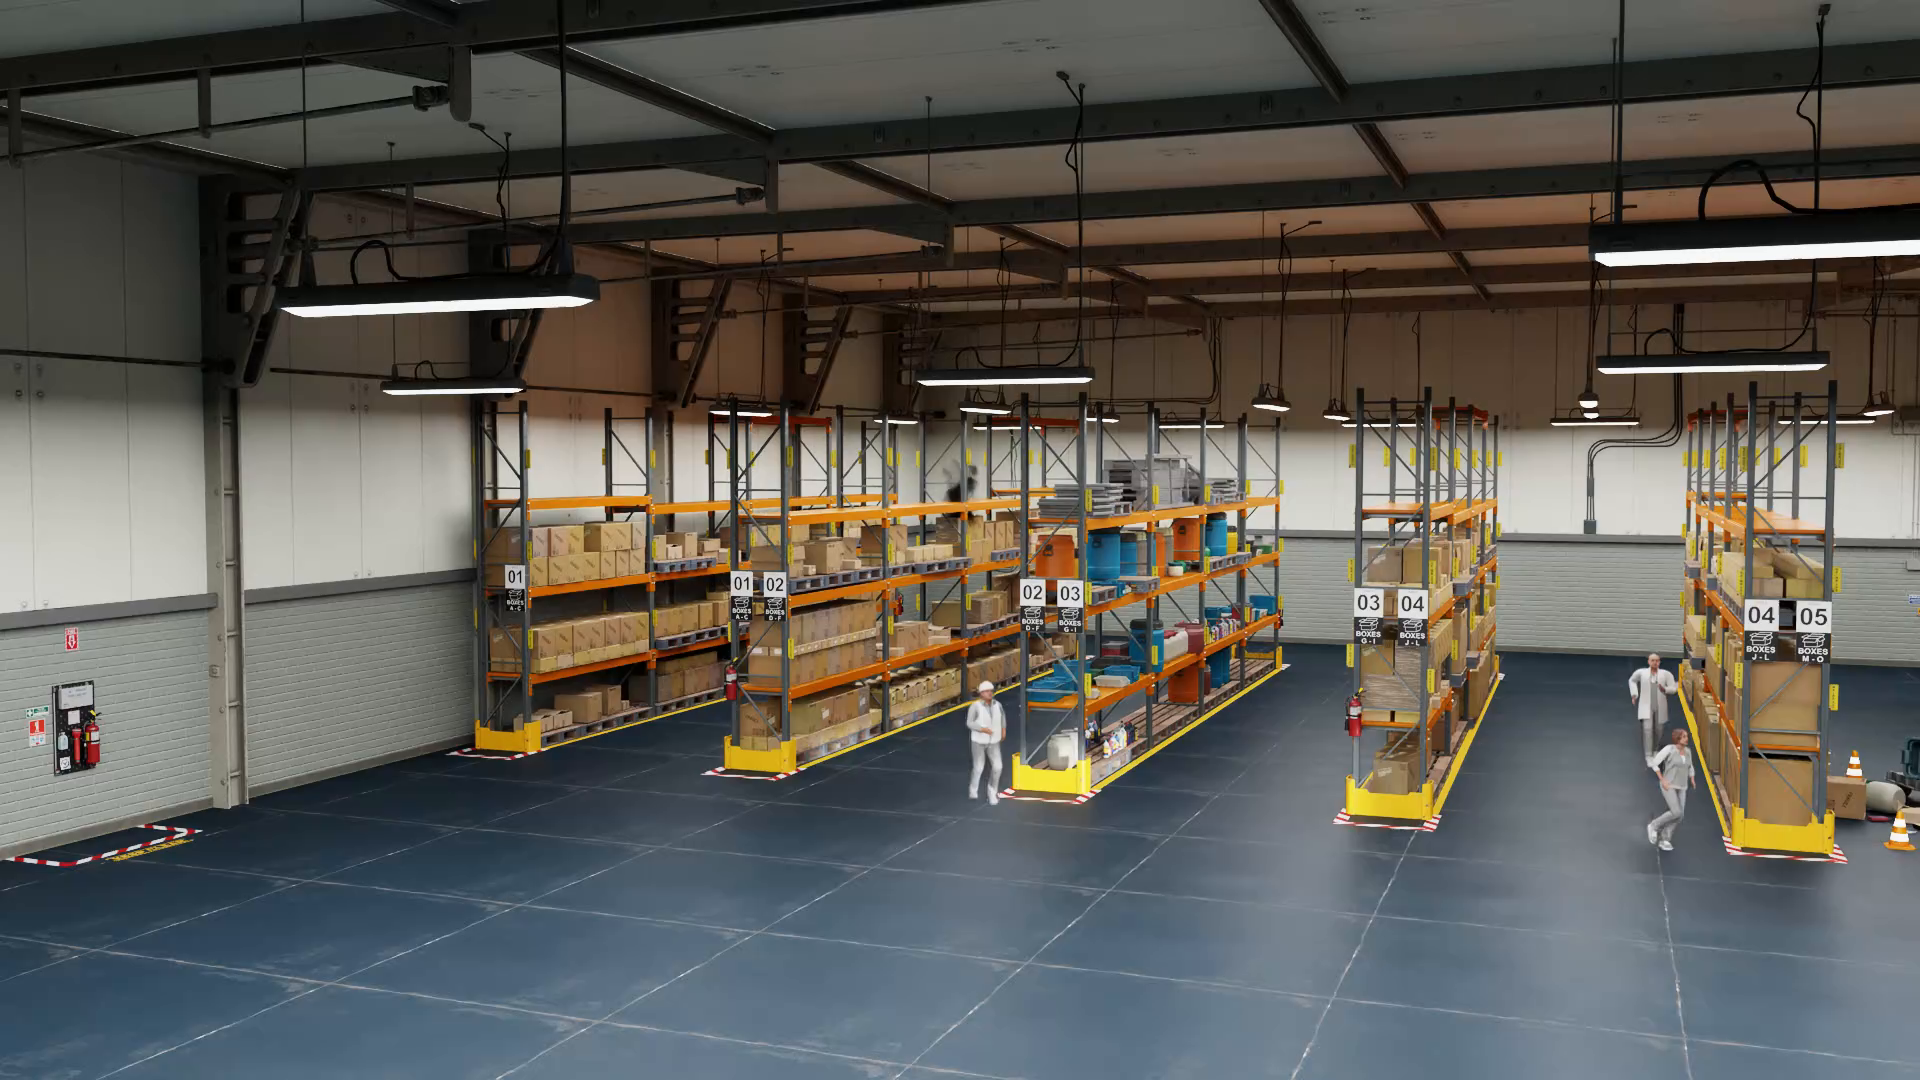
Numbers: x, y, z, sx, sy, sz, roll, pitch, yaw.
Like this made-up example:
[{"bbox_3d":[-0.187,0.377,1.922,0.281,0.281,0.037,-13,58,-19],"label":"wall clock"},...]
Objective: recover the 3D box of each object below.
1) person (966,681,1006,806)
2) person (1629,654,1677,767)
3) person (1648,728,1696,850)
[{"bbox_3d":[0.403,2.957,24.152,0.680,1.824,0.716,-1,3,-20],"label":"person"},{"bbox_3d":[11.367,2.755,27.273,0.695,1.781,1.045,1,3,15],"label":"person"},{"bbox_3d":[9.195,3.190,21.346,0.540,1.553,0.513,-1,3,-18],"label":"person"}]
